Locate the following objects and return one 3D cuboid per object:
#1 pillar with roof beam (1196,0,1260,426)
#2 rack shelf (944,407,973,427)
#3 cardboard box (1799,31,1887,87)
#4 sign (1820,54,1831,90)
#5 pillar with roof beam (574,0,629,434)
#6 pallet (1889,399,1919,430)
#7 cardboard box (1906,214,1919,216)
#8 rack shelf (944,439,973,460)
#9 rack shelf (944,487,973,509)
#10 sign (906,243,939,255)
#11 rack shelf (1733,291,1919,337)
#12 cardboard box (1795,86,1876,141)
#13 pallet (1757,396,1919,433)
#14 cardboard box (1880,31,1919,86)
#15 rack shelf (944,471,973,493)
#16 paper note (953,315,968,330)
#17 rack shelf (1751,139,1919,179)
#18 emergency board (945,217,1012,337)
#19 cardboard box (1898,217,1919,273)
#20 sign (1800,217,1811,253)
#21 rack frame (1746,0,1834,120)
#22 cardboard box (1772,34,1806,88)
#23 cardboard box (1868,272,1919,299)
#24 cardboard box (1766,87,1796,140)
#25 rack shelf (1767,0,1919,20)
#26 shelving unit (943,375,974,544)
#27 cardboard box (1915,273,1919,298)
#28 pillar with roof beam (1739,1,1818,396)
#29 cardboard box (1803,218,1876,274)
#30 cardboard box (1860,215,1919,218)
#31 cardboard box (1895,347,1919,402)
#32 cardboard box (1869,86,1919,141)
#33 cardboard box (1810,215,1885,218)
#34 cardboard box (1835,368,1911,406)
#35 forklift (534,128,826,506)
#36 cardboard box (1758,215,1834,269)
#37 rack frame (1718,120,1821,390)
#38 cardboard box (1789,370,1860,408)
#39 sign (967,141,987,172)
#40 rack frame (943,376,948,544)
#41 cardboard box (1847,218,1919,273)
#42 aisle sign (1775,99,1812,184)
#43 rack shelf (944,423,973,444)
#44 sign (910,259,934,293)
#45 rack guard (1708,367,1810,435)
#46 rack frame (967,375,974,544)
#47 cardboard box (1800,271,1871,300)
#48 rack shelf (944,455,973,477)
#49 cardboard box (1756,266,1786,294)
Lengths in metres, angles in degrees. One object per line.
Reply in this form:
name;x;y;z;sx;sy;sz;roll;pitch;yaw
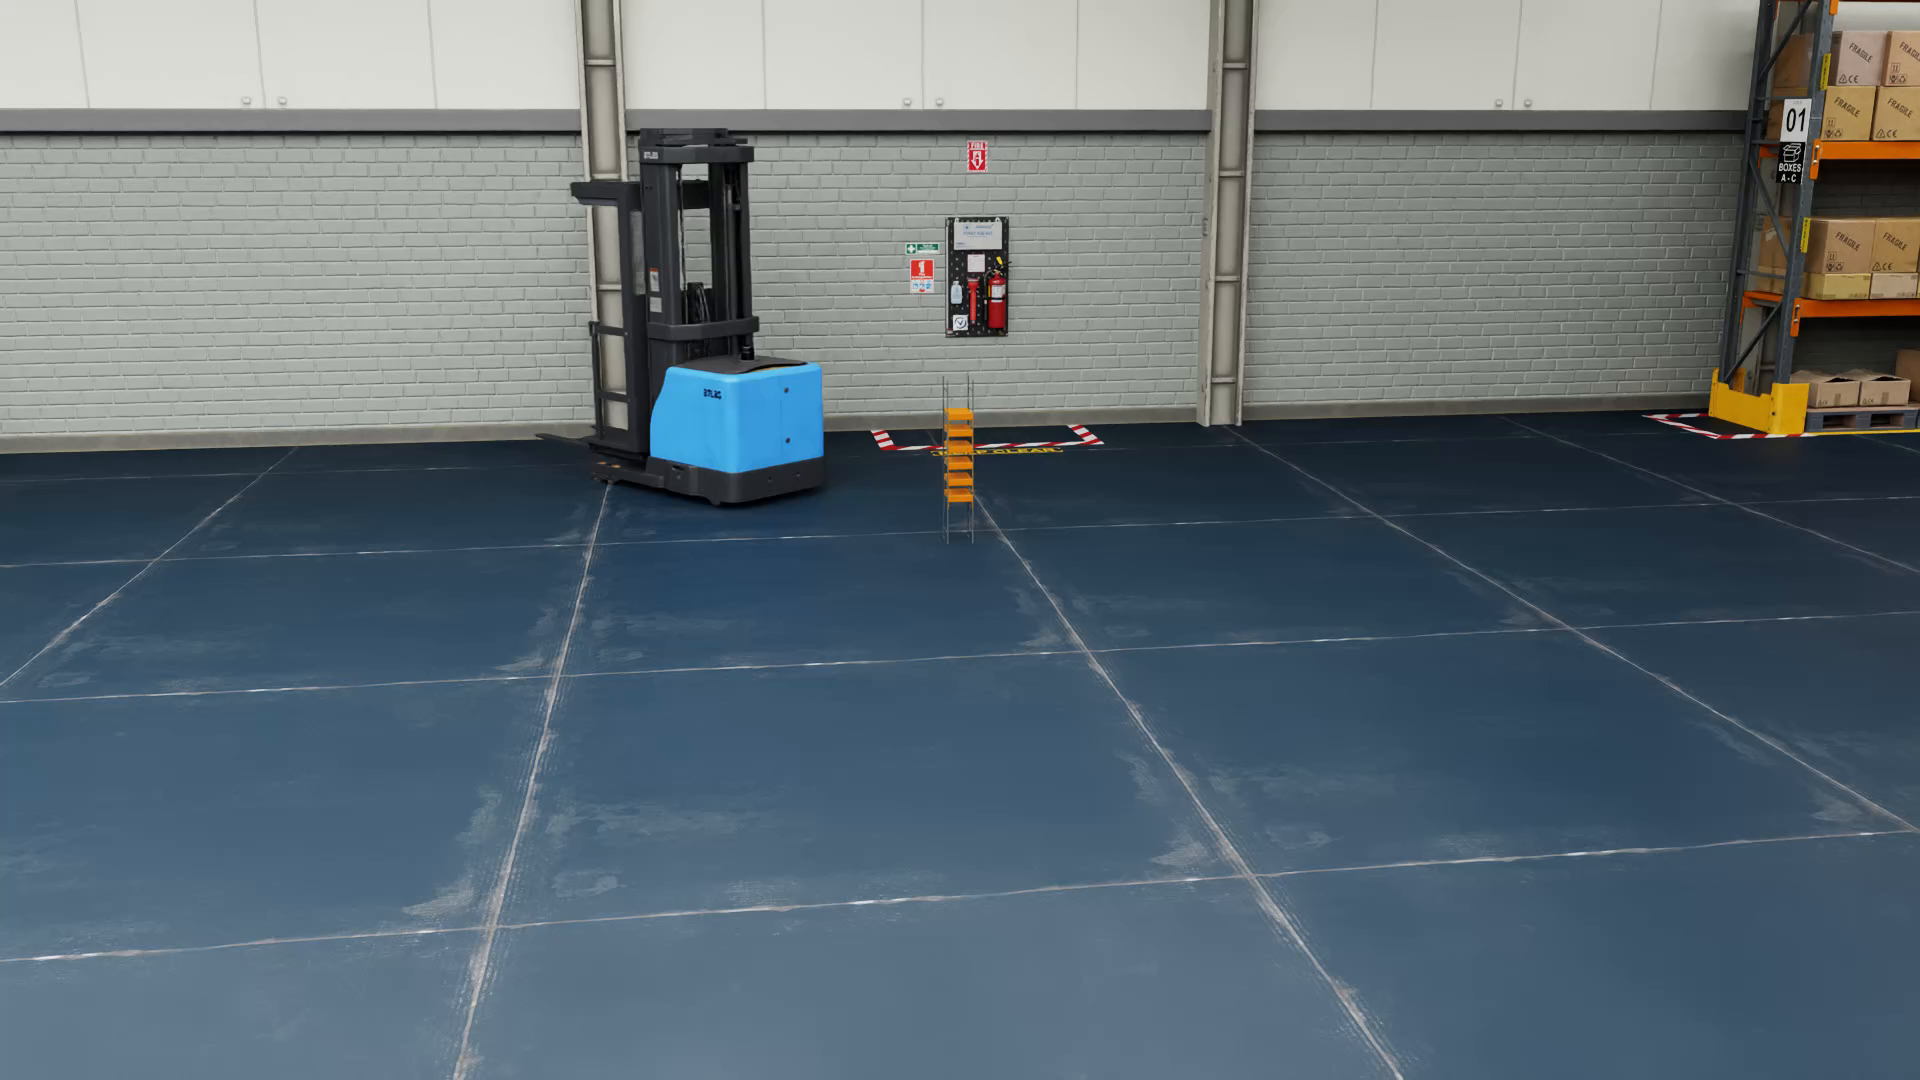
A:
pillar with roof beam;3.280;-4.521;11.750;0.400;9.000;9.100;-2;14;-8
rack shelf;-0.014;-0.888;11.997;0.180;0.103;0.258;-2;14;-8
cardboard box;8.426;-4.584;15.867;0.500;0.500;0.500;-3;14;-12
sign;8.090;-4.379;15.553;0.005;0.325;0.100;-2;14;-8
pillar with roof beam;-2.653;-4.304;10.883;0.400;9.000;9.100;-2;14;-8
pallet;10.096;-1.345;17.152;1.213;0.211;1.003;-2;14;-8
cardboard box;9.951;-3.053;16.957;0.500;0.500;0.500;-2;14;-8
rack shelf;-0.014;-0.655;12.055;0.180;0.103;0.258;-2;14;-8
rack shelf;-0.014;-0.306;12.143;0.180;0.103;0.258;-2;14;-8
sign;-0.367;-2.843;16.231;0.331;0.109;0.001;-2;14;-8
rack shelf;9.986;-2.354;16.922;4.000;0.370;1.077;-2;14;-8
cardboard box;8.377;-4.096;15.974;0.500;0.500;0.500;-2;14;-7
pallet;8.892;-1.302;16.979;1.213;0.211;1.003;-2;14;-8
cardboard box;8.929;-4.590;15.891;0.500;0.500;0.500;-2;14;-9
rack shelf;-0.014;-0.422;12.114;0.180;0.103;0.258;-2;14;-8
paper note;0.004;-2.149;16.436;0.142;0.148;0.016;-2;14;-8
rack shelf;9.986;-3.809;16.557;4.000;0.370;1.077;-2;14;-8
emergency board;0.190;-2.566;16.288;0.643;1.169;0.194;-2;14;-8
cardboard box;9.528;-2.909;16.381;0.500;0.500;0.500;-3;14;-10
sign;8.090;-2.920;15.919;0.005;0.325;0.100;-2;14;-8
rack frame;8.009;-5.541;15.815;0.127;3.000;1.000;-2;14;-8
cardboard box;8.396;-4.707;16.357;0.500;0.500;0.500;-1;14;-6
cardboard box;9.050;-2.531;16.416;0.500;0.250;0.500;-3;14;-10
cardboard box;8.384;-4.220;16.469;0.500;0.500;0.500;-1;14;-4
rack shelf;9.986;-5.262;16.192;4.000;0.370;1.077;-2;14;-8
shelving unit;-0.014;-0.581;12.074;0.189;1.200;0.258;-2;14;-8
cardboard box;9.555;-2.548;16.483;0.500;0.250;0.500;-2;14;-9
pillar with roof beam;9.213;-4.738;12.617;0.400;9.000;9.100;-2;14;-8
cardboard box;8.526;-2.876;16.250;0.500;0.500;0.500;-2;14;-8
cardboard box;9.453;-3.035;16.884;0.500;0.500;0.500;-2;14;-10
cardboard box;10.003;-1.670;16.950;0.500;0.500;0.700;-3;14;-12
cardboard box;8.913;-4.107;16.017;0.500;0.500;0.500;-1;14;-5
cardboard box;8.942;-3.015;16.805;0.500;0.500;0.500;-2;14;-8
cardboard box;9.270;-1.564;16.915;0.500;0.311;0.500;-1;14;-4
forklift;-2.534;-1.975;14.072;3.031;2.935;1.130;13;19;41
cardboard box;8.443;-3.000;16.742;0.500;0.500;0.500;-2;14;-9
rack frame;8.009;-2.631;16.545;0.127;3.000;1.000;-2;14;-8
cardboard box;8.706;-1.543;16.832;0.500;0.311;0.500;-4;15;-15
sign;0.167;-3.714;16.101;0.199;0.298;0.001;-2;14;-8
rack frame;-0.105;-0.578;12.061;0.006;1.200;0.240;-2;14;-8
cardboard box;9.016;-2.892;16.312;0.500;0.500;0.500;-2;14;-8
aisle sign;7.982;-3.817;15.931;0.004;0.787;0.394;-2;14;-8
rack shelf;-0.014;-0.771;12.026;0.180;0.103;0.258;-2;14;-8
sign;-0.372;-2.588;16.303;0.234;0.329;0.001;-2;14;-8
rack guard;8.084;-1.421;16.860;0.348;0.500;1.175;-2;14;-8
rack frame;0.076;-0.585;12.087;0.006;1.200;0.240;-2;14;-8
cardboard box;8.539;-2.509;16.327;0.500;0.250;0.500;-3;14;-10
rack shelf;-0.014;-0.538;12.085;0.180;0.103;0.258;-2;14;-8
cardboard box;8.442;-2.631;16.814;0.500;0.250;0.500;-2;14;-7
